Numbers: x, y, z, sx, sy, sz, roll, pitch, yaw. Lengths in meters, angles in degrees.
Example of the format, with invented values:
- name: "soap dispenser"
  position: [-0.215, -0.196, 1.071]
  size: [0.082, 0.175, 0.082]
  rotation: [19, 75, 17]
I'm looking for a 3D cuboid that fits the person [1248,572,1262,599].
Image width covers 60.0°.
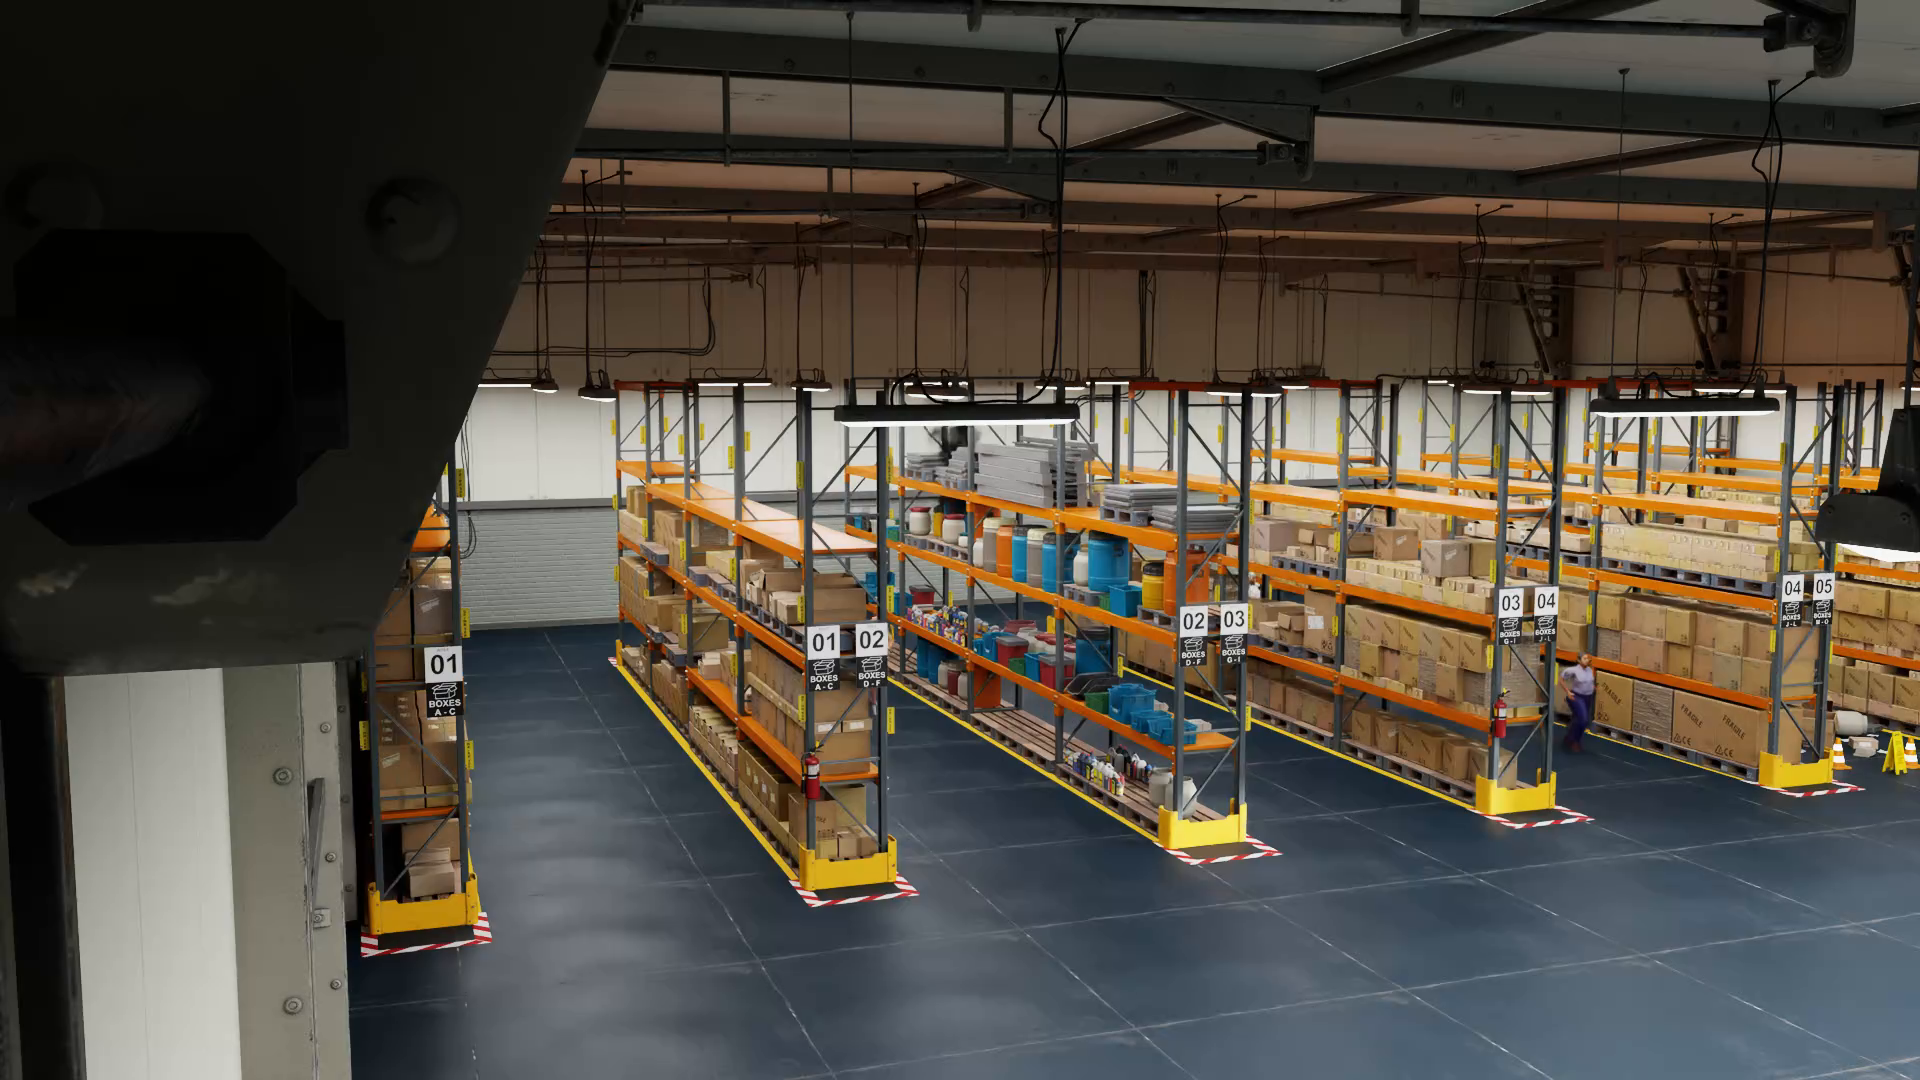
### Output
- name: "person"
  position: [6.529, 1.565, 37.388]
  size: [0.615, 1.687, 0.929]
  rotation: [-2, 6, -18]

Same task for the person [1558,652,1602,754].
- name: "person"
  position: [10.141, 2.661, 27.169]
  size: [0.579, 1.677, 0.703]
  rotation: [-3, 7, -27]

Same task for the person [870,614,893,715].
- name: "person"
  position: [-1.460, 2.142, 29.151]
  size: [0.591, 1.738, 0.730]
  rotation: [-1, 6, -14]

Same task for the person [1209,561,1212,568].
- name: "person"
  position: [5.754, 1.344, 39.180]
  size: [0.736, 1.726, 0.619]
  rotation: [0, 6, 3]
